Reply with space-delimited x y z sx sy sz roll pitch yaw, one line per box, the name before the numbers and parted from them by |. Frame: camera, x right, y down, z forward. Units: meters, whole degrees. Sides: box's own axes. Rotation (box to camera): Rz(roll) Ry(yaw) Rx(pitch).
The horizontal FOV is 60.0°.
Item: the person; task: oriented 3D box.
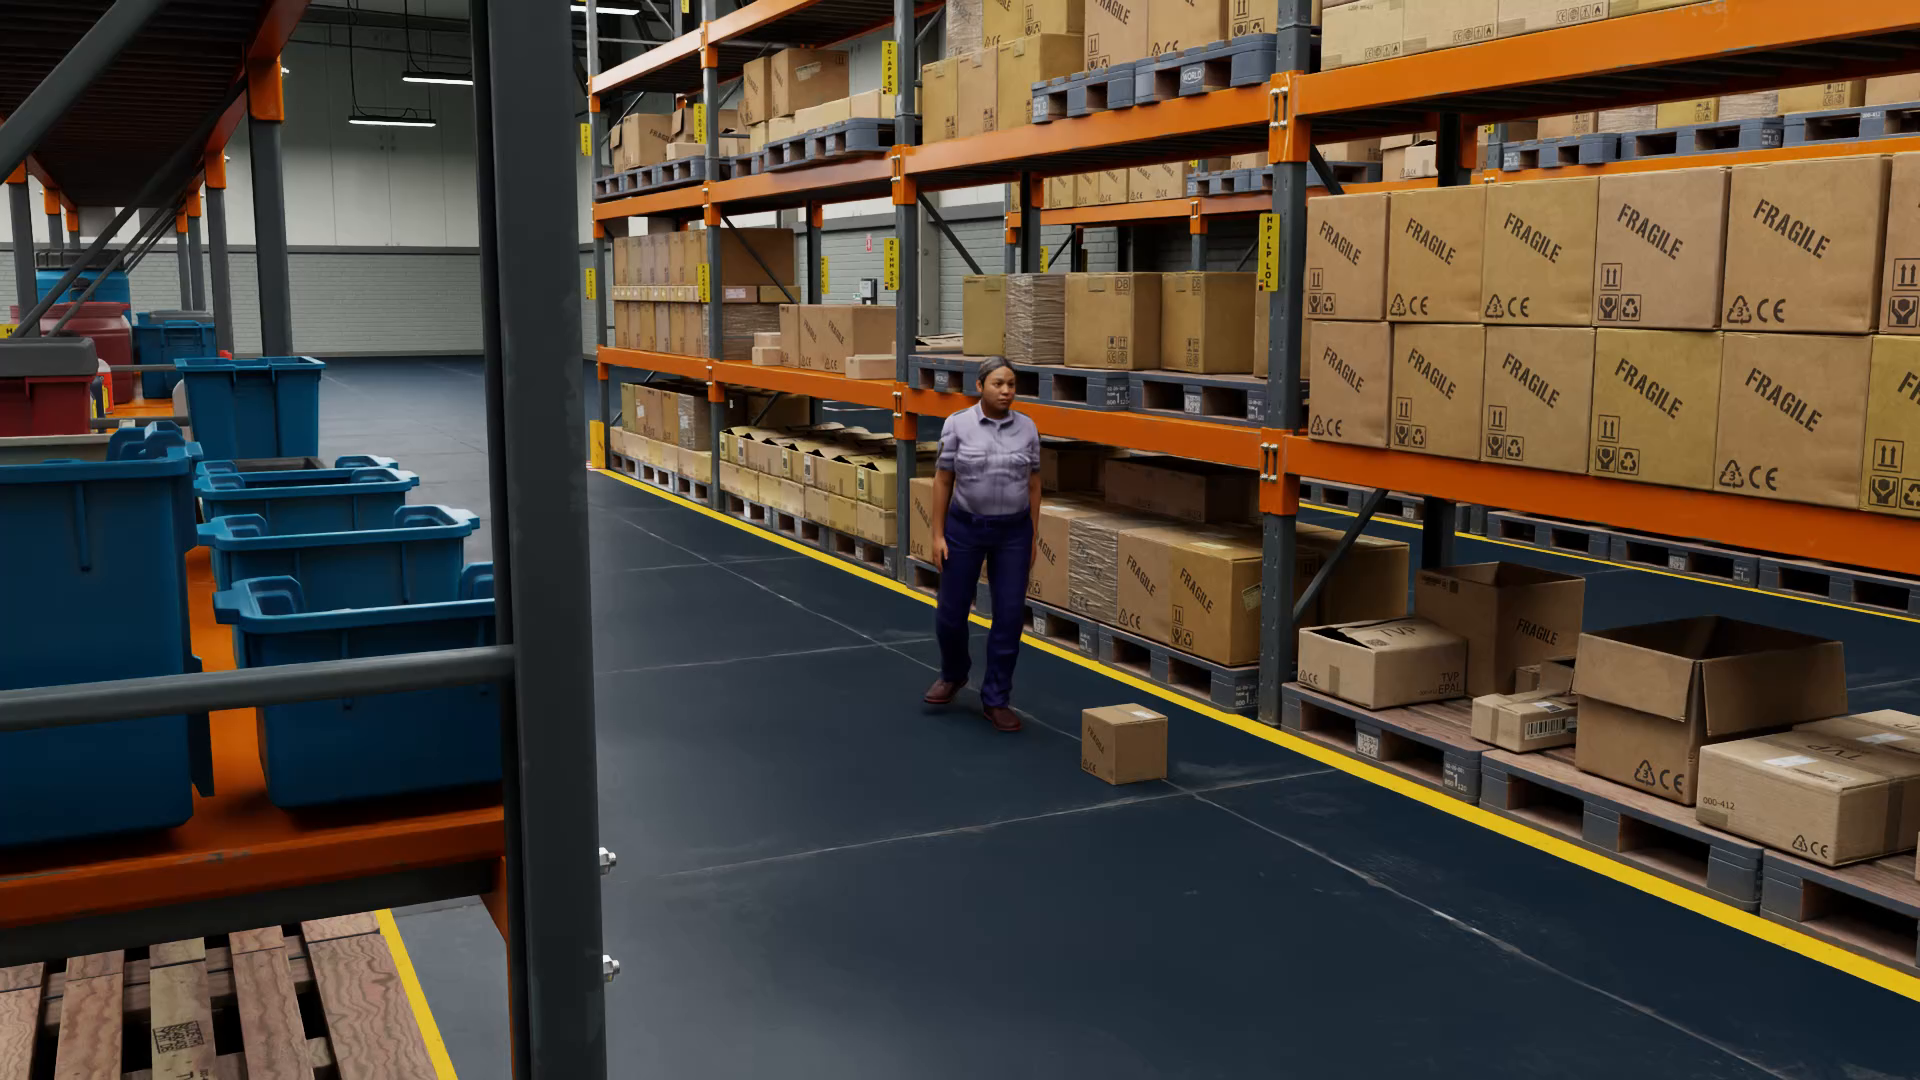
person | 0.105 0.005 7.426 0.514 1.636 0.561 -2 9 -10
